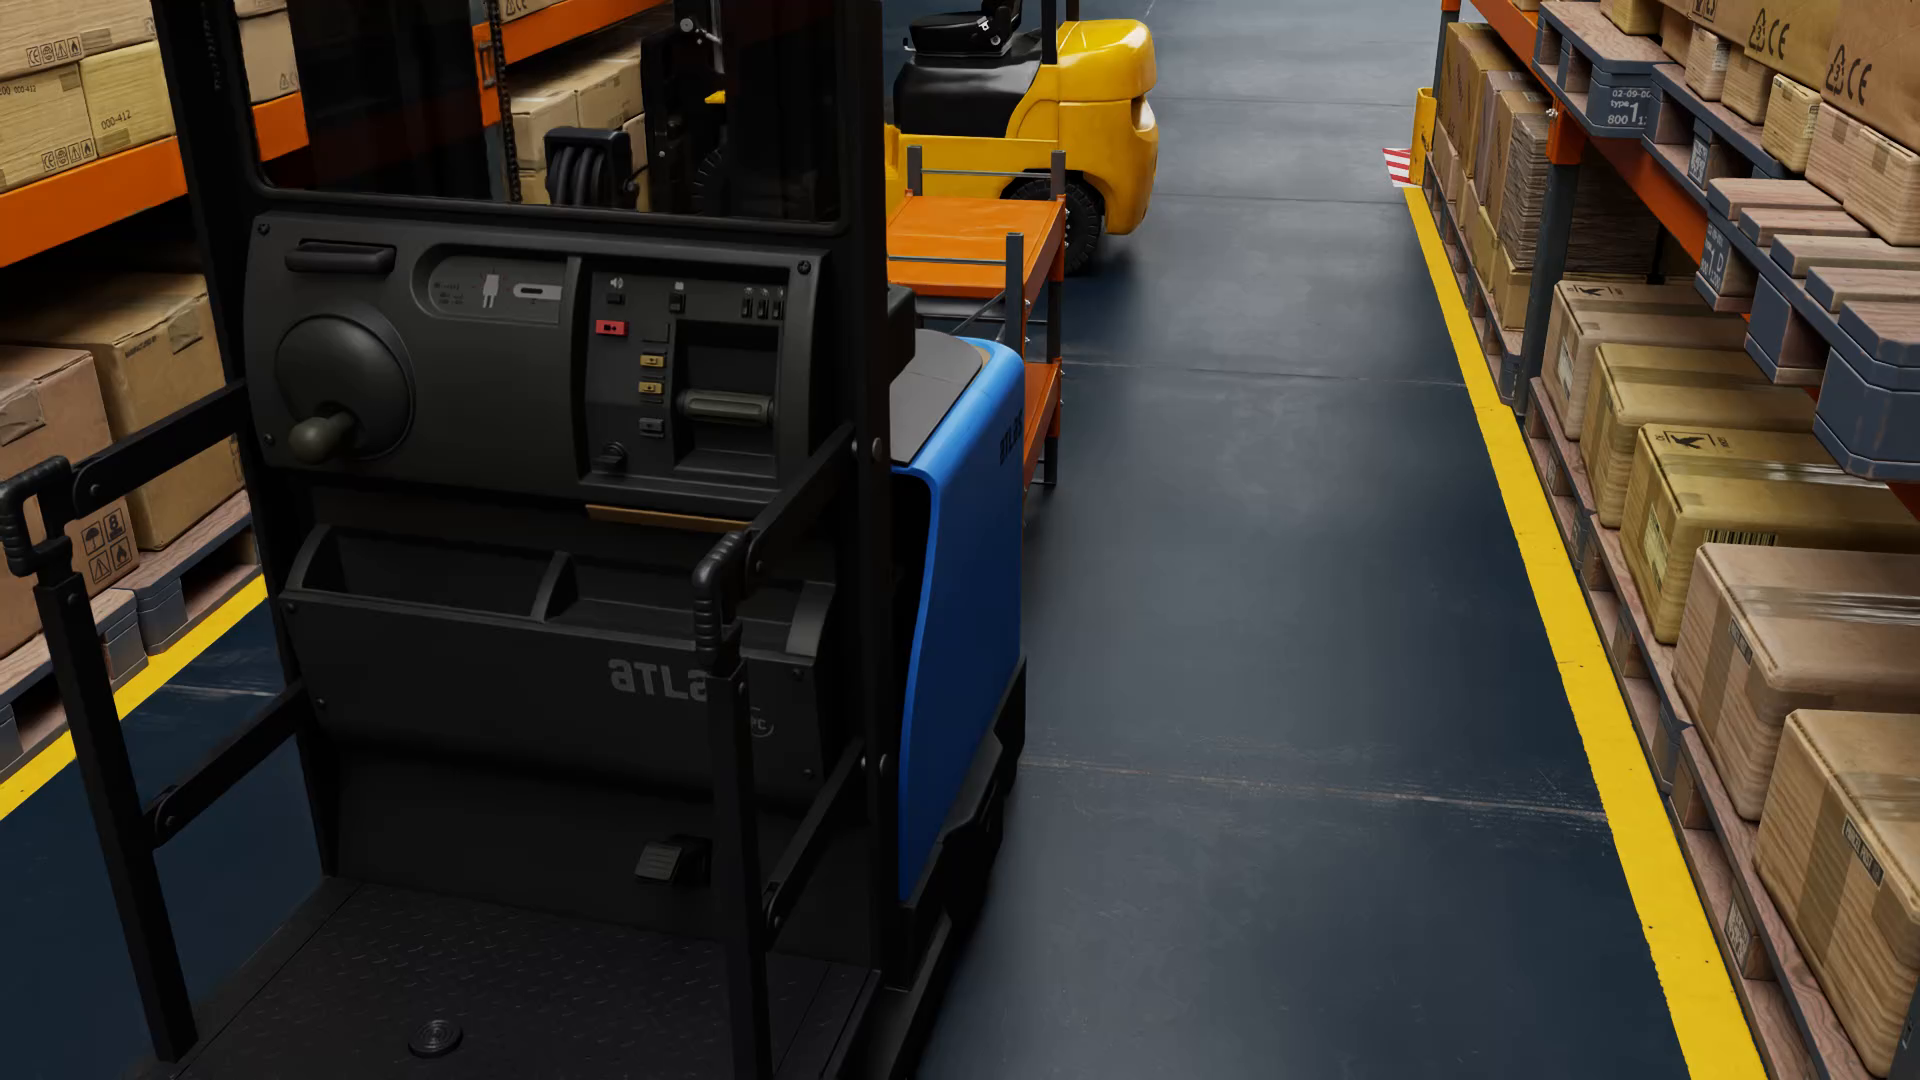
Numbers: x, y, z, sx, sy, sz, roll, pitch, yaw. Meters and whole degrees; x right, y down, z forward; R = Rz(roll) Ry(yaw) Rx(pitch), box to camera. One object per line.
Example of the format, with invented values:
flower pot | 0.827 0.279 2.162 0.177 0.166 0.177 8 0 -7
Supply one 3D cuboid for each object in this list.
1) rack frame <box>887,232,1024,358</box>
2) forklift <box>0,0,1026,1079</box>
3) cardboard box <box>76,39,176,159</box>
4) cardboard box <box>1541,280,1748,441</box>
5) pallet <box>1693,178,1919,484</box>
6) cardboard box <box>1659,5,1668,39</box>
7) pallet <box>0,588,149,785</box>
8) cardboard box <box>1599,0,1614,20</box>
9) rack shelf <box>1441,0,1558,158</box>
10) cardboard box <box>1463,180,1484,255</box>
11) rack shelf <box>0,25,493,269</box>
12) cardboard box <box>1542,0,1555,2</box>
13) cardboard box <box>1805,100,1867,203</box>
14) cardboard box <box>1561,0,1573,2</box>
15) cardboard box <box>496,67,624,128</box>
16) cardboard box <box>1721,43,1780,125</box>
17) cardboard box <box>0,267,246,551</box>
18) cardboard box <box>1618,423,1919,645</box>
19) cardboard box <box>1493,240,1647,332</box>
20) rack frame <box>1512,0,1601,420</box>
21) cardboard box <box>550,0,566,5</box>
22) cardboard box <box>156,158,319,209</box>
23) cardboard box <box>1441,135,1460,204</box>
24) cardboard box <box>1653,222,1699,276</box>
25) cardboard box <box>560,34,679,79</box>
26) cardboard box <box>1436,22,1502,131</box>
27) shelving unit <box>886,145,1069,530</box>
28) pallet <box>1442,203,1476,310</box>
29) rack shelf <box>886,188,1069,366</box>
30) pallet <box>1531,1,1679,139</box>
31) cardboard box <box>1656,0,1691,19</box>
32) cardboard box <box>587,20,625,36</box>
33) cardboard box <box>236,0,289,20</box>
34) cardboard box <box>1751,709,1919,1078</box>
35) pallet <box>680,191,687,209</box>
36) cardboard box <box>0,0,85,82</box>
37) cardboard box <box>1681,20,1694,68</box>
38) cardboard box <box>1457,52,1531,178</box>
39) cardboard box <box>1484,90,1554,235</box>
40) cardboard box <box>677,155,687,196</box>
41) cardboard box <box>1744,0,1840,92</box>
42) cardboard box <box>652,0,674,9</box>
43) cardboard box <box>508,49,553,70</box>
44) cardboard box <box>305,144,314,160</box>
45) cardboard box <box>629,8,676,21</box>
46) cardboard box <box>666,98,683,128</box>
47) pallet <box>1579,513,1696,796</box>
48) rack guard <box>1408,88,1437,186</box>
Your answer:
rack frame | -0.084 -0.294 4.551 0.500 1.125 0.032 4 25 9
forklift | -0.706 -0.242 2.310 1.130 2.935 3.031 6 26 13
cardboard box | -2.403 -1.215 4.485 0.500 0.250 0.500 5 26 10
cardboard box | 2.500 -0.583 5.561 0.950 0.372 0.625 4 25 9
pallet | 1.941 -0.348 2.681 1.213 0.211 1.003 4 25 9
cardboard box | 2.161 -1.442 4.593 0.380 0.149 0.250 6 26 12
pallet | -2.795 0.450 4.040 1.003 0.211 1.213 4 25 9
cardboard box | 2.182 -1.669 5.079 0.380 0.149 0.250 4 25 9
rack shelf | 2.911 -2.313 7.502 1.077 0.370 4.000 4 25 9
cardboard box | 2.580 -1.449 7.555 0.500 0.250 0.500 4 25 9
rack shelf | -2.641 -0.982 4.659 1.077 0.370 4.000 4 25 9
cardboard box | 2.369 -1.949 6.171 0.380 0.149 0.250 5 25 10
cardboard box | 1.770 -0.689 2.986 0.380 0.149 0.250 3 25 6
cardboard box | 2.411 -2.185 5.912 0.500 0.500 0.500 3 25 7
cardboard box | -1.832 -1.936 7.416 0.500 0.250 0.500 4 25 9
cardboard box | 1.927 -1.013 3.676 0.380 0.149 0.250 3 25 7
cardboard box | -2.643 -0.402 4.876 0.875 0.625 0.625 3 25 6
cardboard box | 2.274 0.009 4.297 0.950 0.372 0.625 5 26 10
cardboard box | 2.415 -1.013 6.624 0.500 0.250 0.500 5 26 11
rack frame | 2.584 -1.802 5.562 1.000 3.000 0.127 4 25 9
cardboard box | -1.915 -2.576 7.098 0.500 0.500 0.500 4 25 9
cardboard box | -2.388 -1.040 6.240 0.875 0.625 0.625 5 26 11
cardboard box | 2.742 -1.889 8.495 0.500 0.250 0.500 5 26 10
cardboard box | 2.946 -1.315 6.384 0.500 0.500 0.500 5 26 11
cardboard box | -1.668 -2.364 8.331 0.500 0.250 0.500 4 25 7
cardboard box | 2.829 -2.431 8.770 0.500 0.500 0.500 3 25 7
shelving unit | -0.001 -0.507 5.005 0.538 1.125 1.048 4 25 9
pallet | 2.856 -1.334 7.852 1.003 0.211 1.213 4 25 9
rack shelf | -0.001 -0.772 4.881 0.538 0.278 1.000 4 25 9
pallet | 2.315 -1.406 4.941 1.003 0.211 1.213 4 25 9
cardboard box | 2.049 -1.581 4.125 0.500 0.500 0.500 4 25 8
cardboard box | -2.096 -2.610 8.856 0.500 0.250 0.500 4 25 8
cardboard box | -2.308 -1.651 4.826 0.500 0.250 0.500 5 25 10
cardboard box | 2.032 0.635 2.959 0.950 0.372 0.625 2 25 5
pallet | -1.946 -1.723 8.682 1.003 0.211 1.213 4 25 9
cardboard box | -2.468 -1.226 3.918 0.500 0.250 0.500 3 25 7
cardboard box | 2.036 -1.234 4.148 0.380 0.149 0.250 4 25 9
cardboard box | 2.658 -2.003 7.855 0.500 0.500 0.500 5 25 10
cardboard box | 2.497 -1.566 6.920 0.500 0.500 0.500 4 25 9
cardboard box | -1.669 -1.909 8.539 0.500 0.250 0.500 5 26 10
cardboard box | 1.885 -1.137 3.177 0.500 0.500 0.500 2 25 5
cardboard box | -1.925 -3.027 9.748 0.500 0.250 0.500 4 25 8
cardboard box | -2.260 -2.185 7.949 0.500 0.250 0.500 4 25 9
cardboard box | -2.424 -1.762 7.044 0.500 0.250 0.500 5 25 10
cardboard box | -1.505 -2.787 9.235 0.500 0.250 0.500 4 25 9
cardboard box | -1.673 -2.128 8.417 0.500 0.250 0.500 4 25 8
pallet | 2.261 0.298 4.364 1.003 0.211 1.213 4 25 9
rack guard | 3.225 -2.311 9.598 1.175 0.500 0.348 4 25 9
